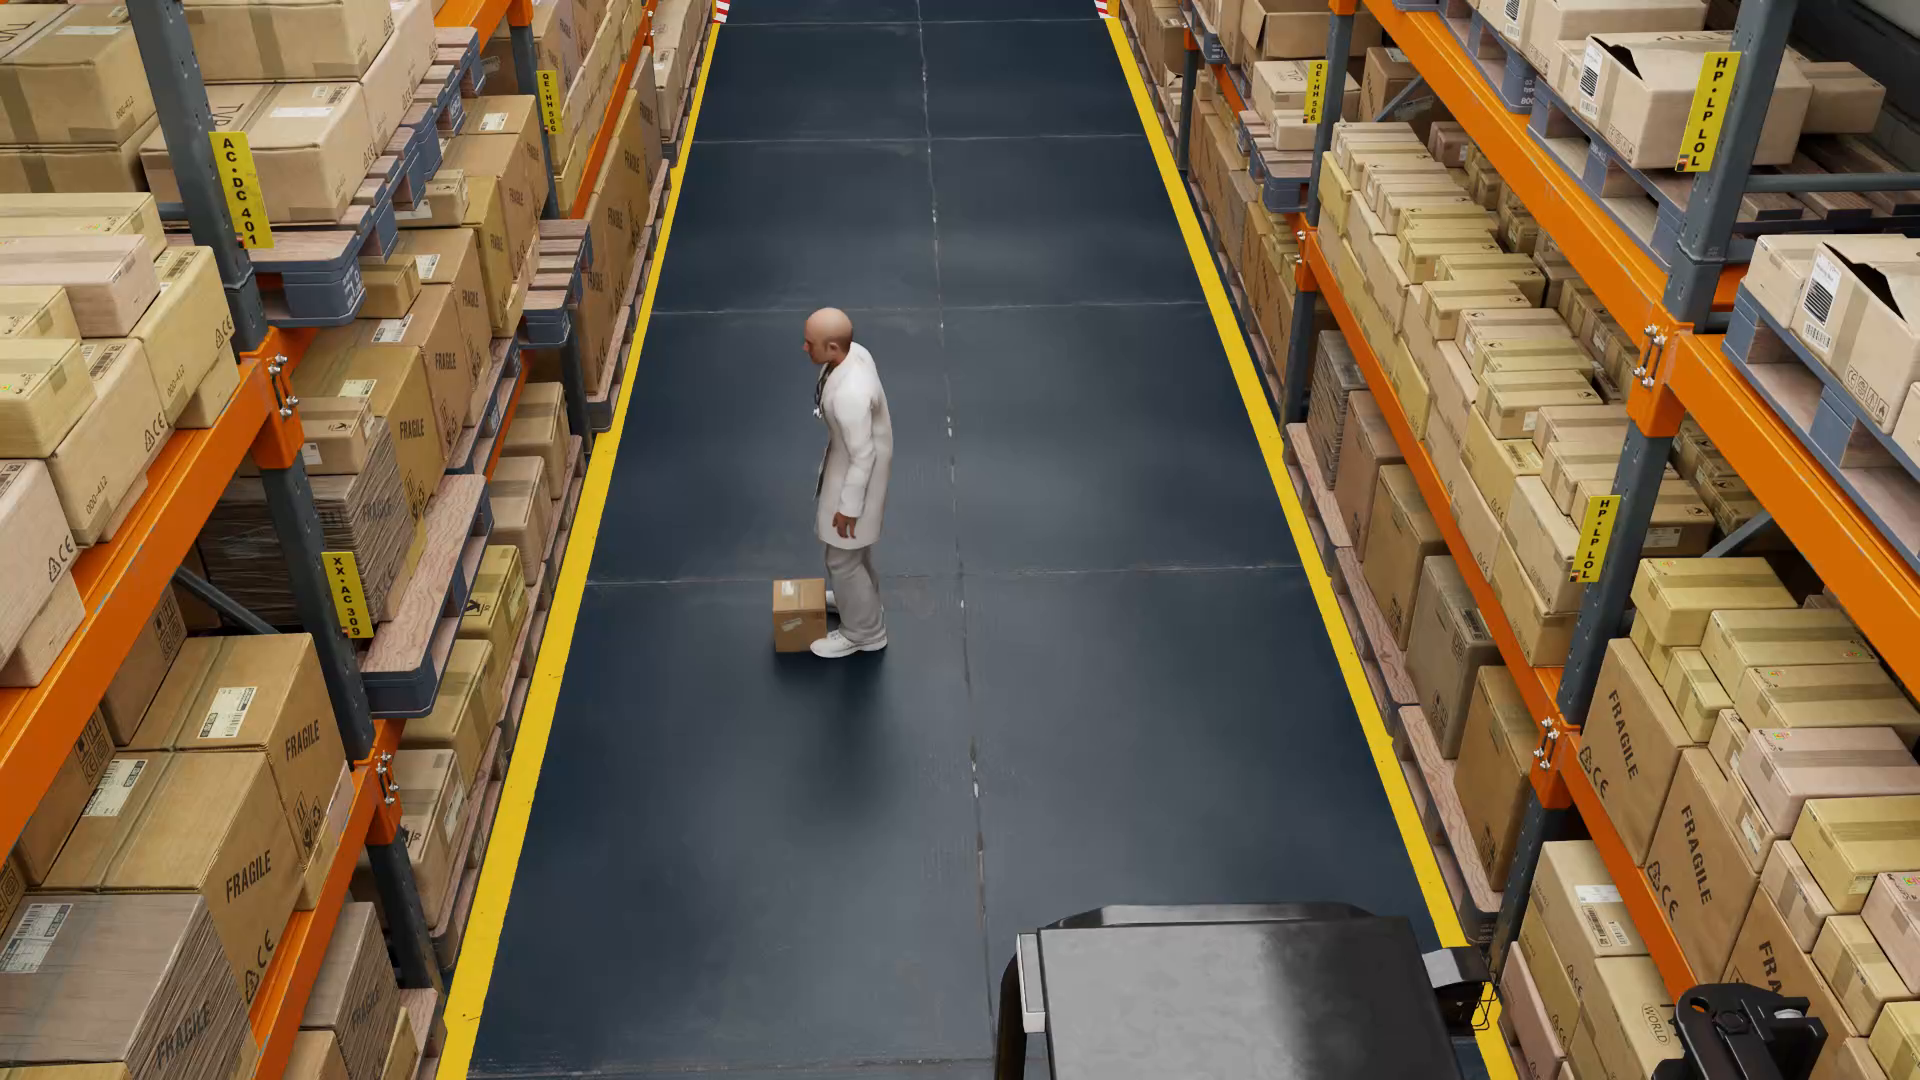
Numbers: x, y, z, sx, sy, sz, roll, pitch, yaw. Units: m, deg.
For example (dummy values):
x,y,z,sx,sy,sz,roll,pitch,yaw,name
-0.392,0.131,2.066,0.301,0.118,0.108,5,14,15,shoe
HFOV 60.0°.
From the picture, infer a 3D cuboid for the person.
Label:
x,y,z,sx,sy,sz,roll,pitch,yaw,name
-0.517,-0.268,7.598,0.429,1.772,0.644,-3,35,-5,person
